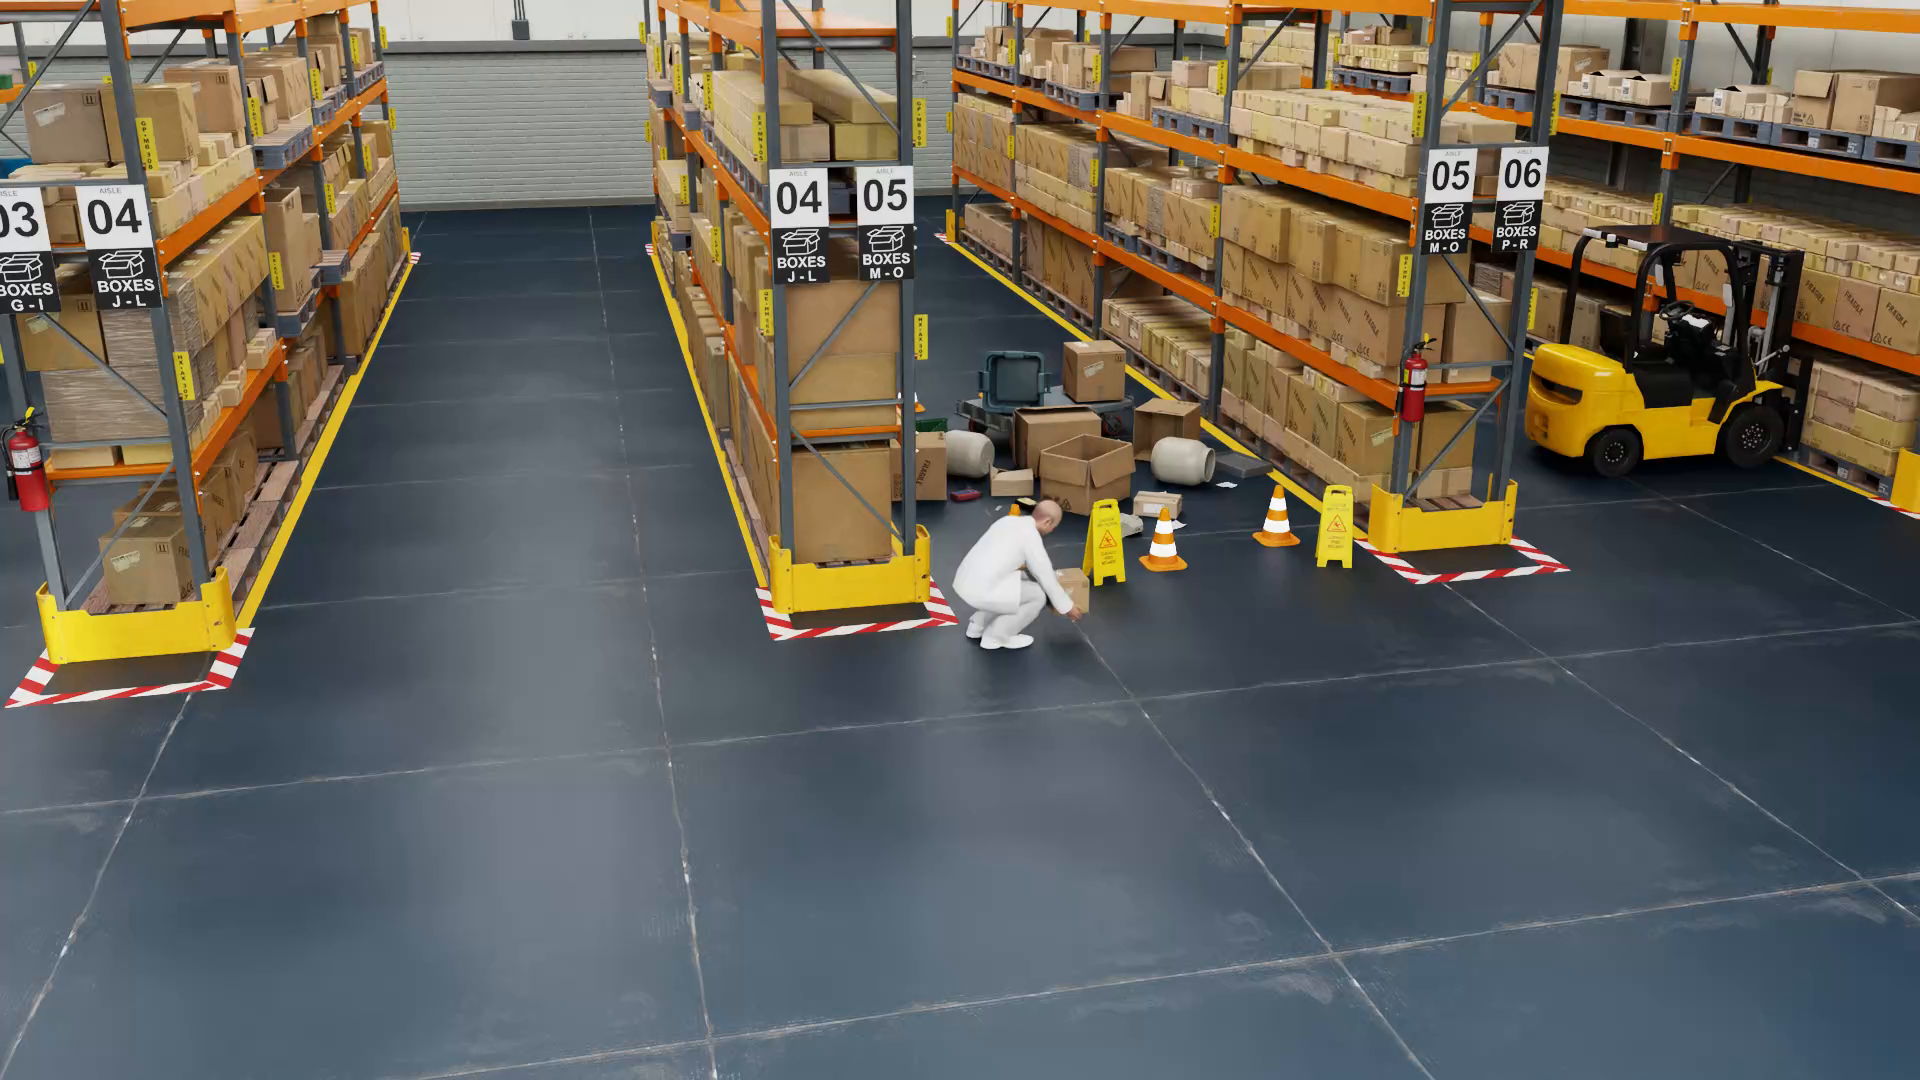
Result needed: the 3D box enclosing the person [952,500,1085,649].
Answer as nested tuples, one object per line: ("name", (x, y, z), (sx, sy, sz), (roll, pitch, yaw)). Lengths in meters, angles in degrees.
("person", (0.398, 0.229, 11.631), (0.913, 0.994, 0.601), (-5, 20, -13))
